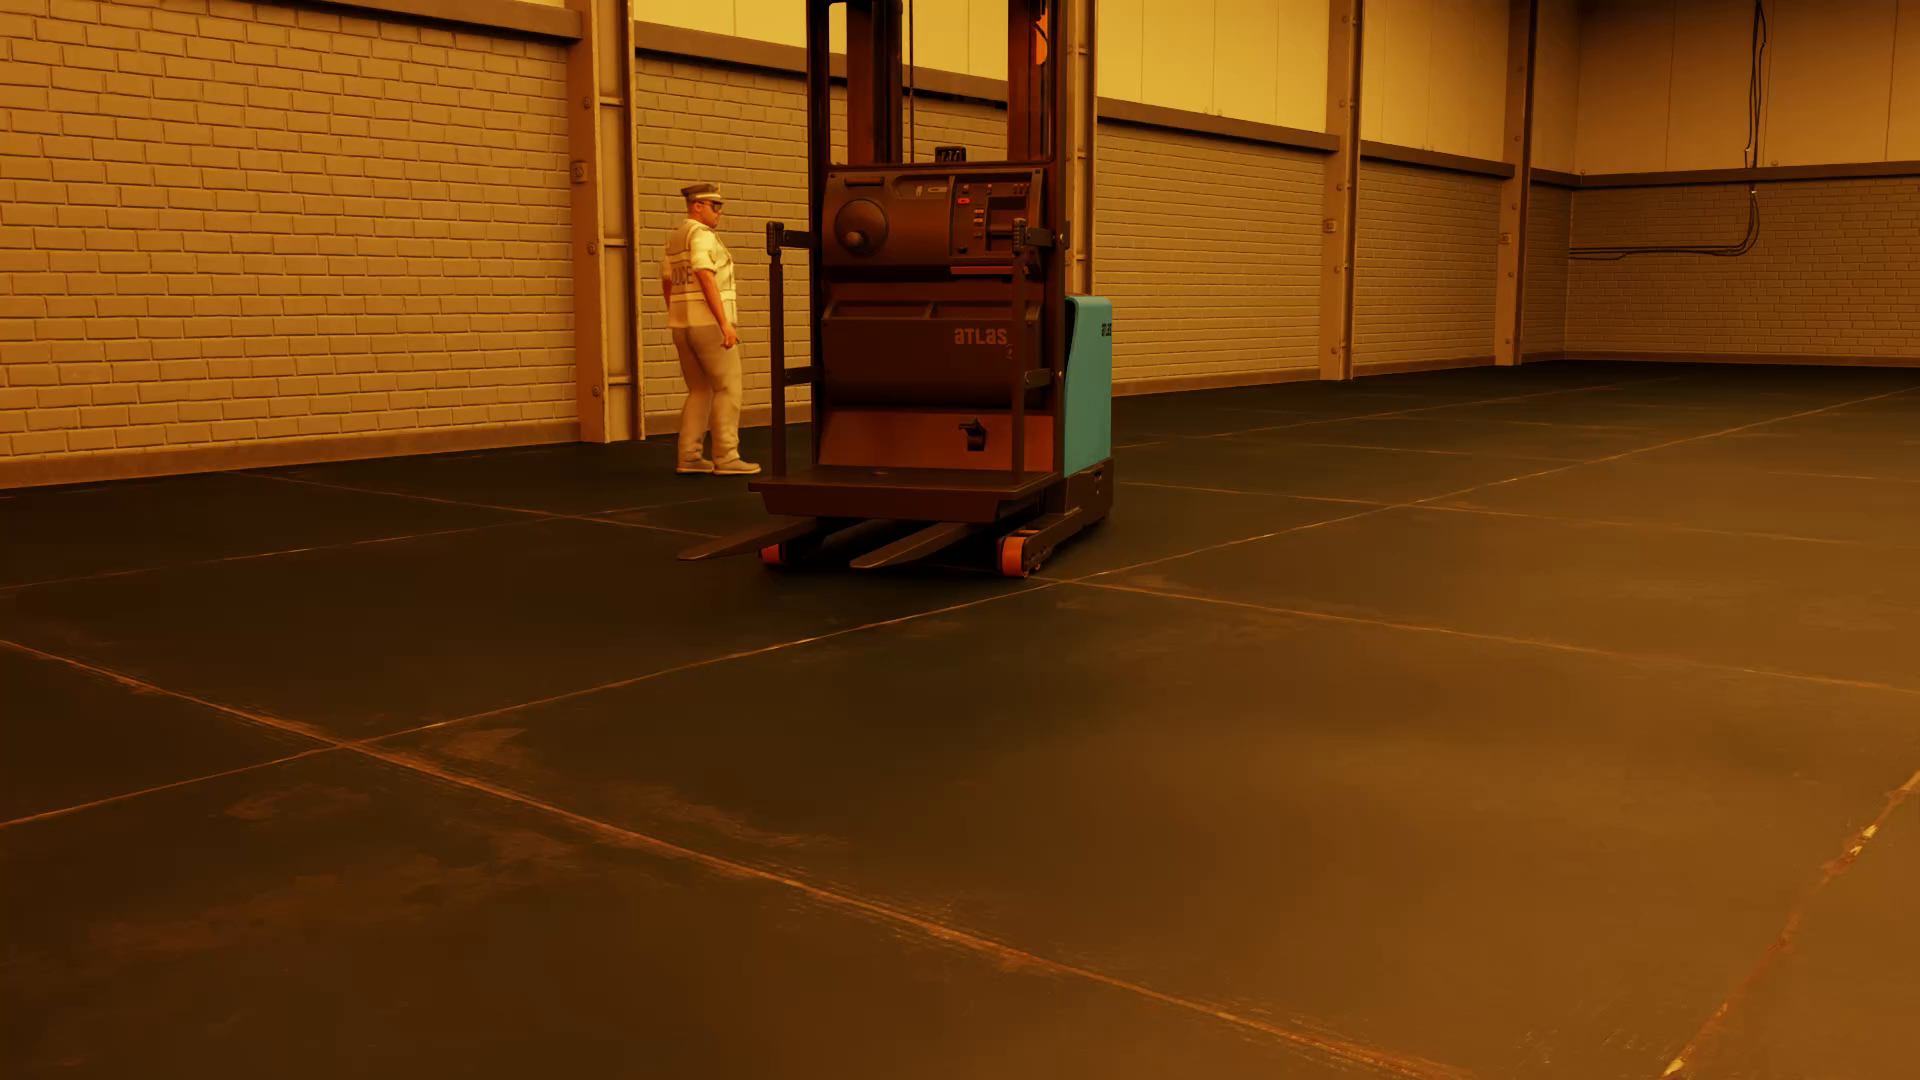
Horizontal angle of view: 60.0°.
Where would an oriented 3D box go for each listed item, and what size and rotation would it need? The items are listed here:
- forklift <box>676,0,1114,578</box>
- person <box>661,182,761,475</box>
[{"bbox_3d":[-0.176,-1.366,6.616,1.130,2.935,3.031,3,9,17],"label":"forklift"},{"bbox_3d":[-1.504,-1.273,10.058,0.479,1.752,0.699,-7,11,-38],"label":"person"}]
